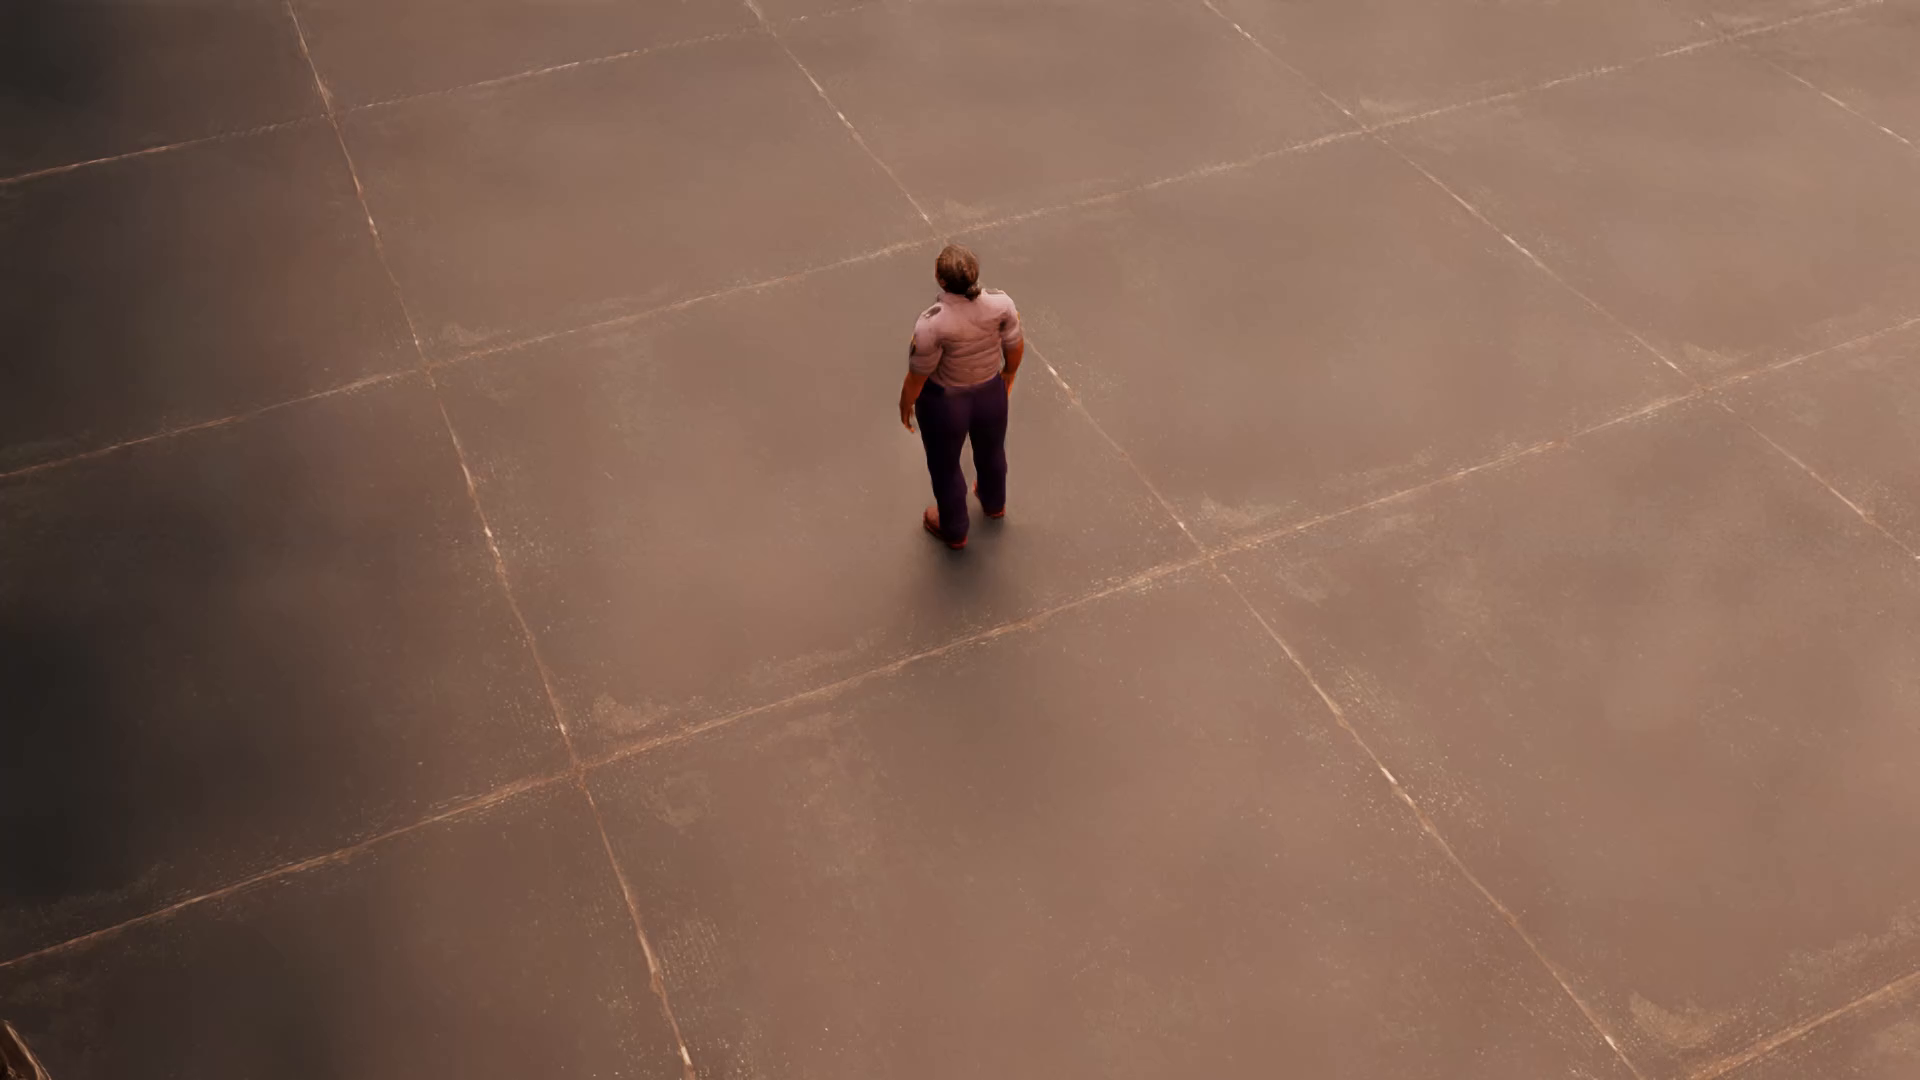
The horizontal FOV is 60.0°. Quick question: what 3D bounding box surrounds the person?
[{"bbox_3d":[-0.017,-0.670,7.328,0.599,1.650,0.502,-18,46,-18],"label":"person"}]
